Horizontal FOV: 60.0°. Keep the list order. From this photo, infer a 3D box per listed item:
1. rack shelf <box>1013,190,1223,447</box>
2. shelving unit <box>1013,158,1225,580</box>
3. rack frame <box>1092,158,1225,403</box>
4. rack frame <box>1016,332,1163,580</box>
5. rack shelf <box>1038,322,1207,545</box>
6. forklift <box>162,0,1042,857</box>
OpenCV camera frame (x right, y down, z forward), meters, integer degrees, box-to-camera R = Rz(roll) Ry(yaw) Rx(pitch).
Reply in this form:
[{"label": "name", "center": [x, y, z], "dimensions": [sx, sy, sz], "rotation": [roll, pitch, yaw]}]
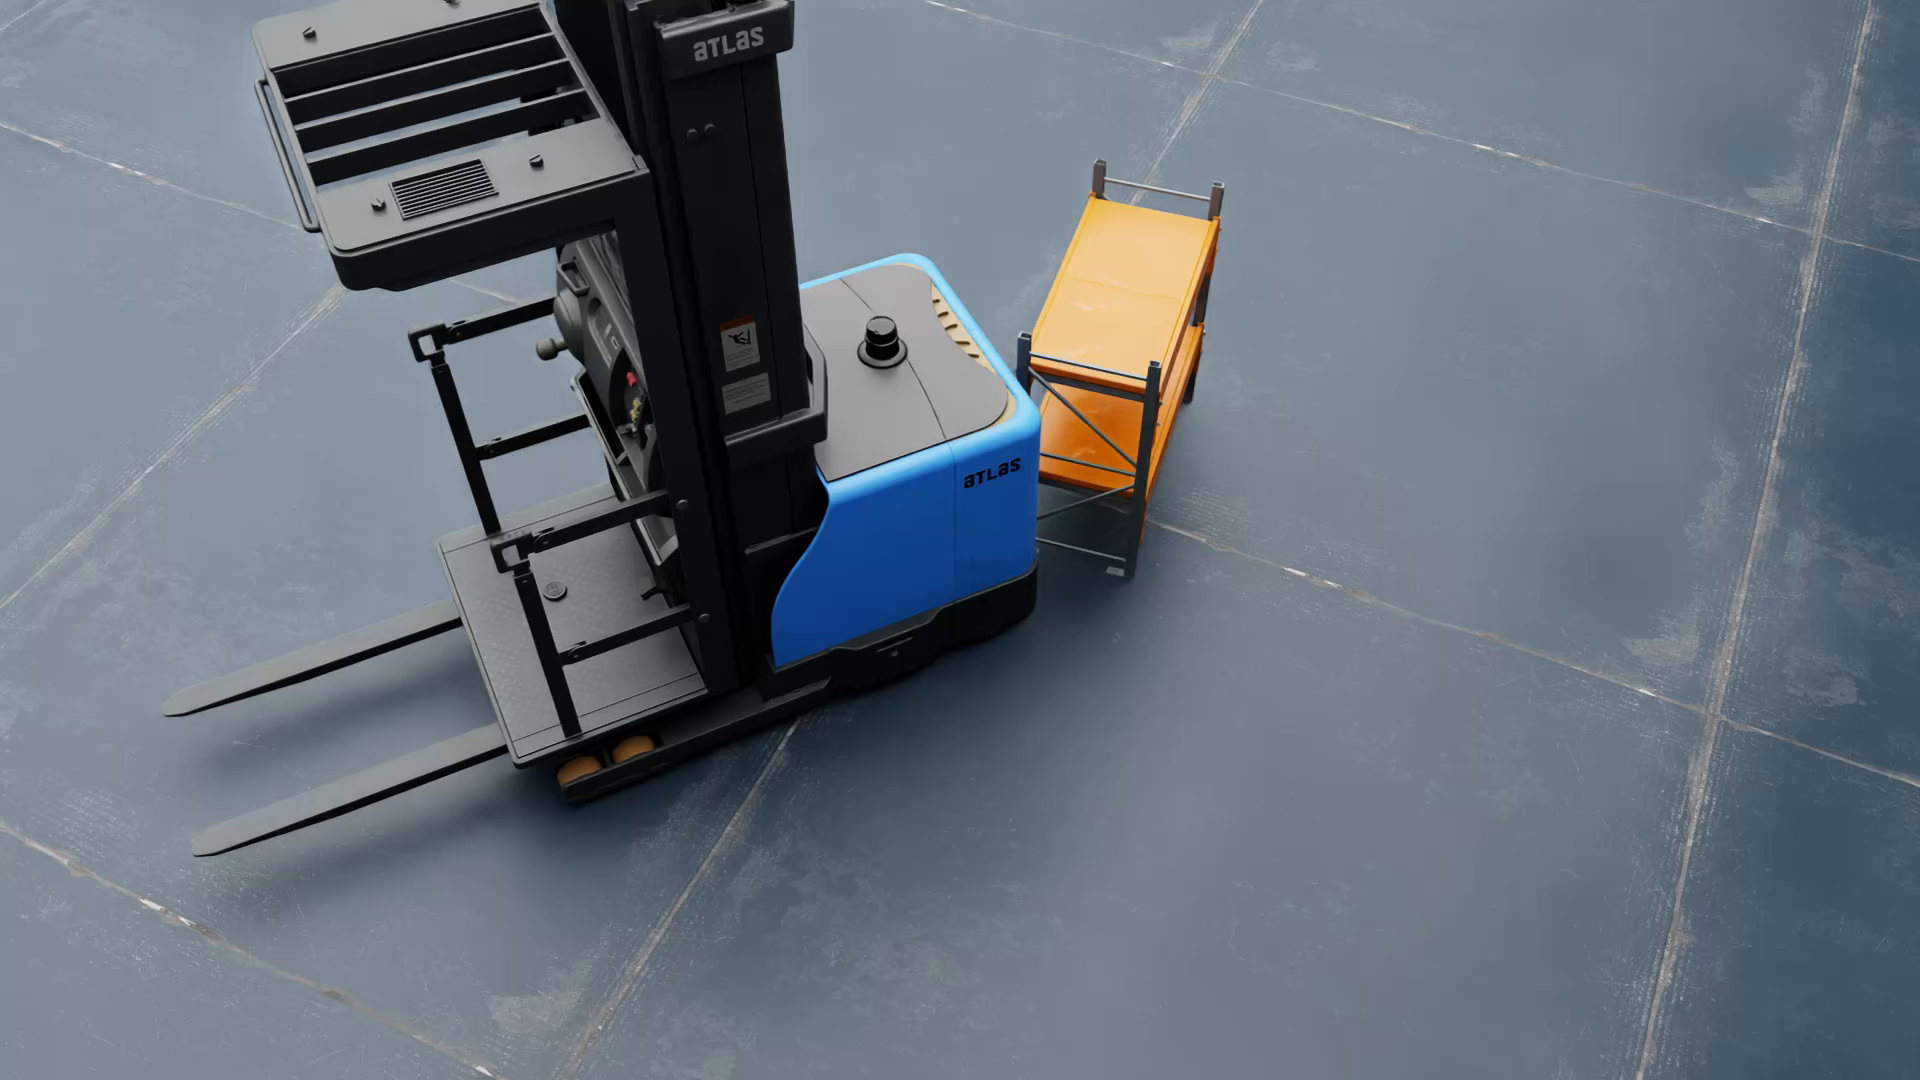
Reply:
[{"label": "rack shelf", "center": [0.595, -0.839, 6.156], "dimensions": [0.538, 0.278, 1.000], "rotation": [14, 51, 11]}, {"label": "shelving unit", "center": [0.595, -0.649, 6.379], "dimensions": [0.538, 1.125, 1.048], "rotation": [14, 51, 11]}, {"label": "rack frame", "center": [0.750, -1.018, 6.693], "dimensions": [0.500, 1.125, 0.032], "rotation": [14, 51, 11]}, {"label": "rack frame", "center": [0.440, -0.281, 6.065], "dimensions": [0.500, 1.125, 0.032], "rotation": [14, 51, 11]}, {"label": "rack shelf", "center": [0.595, -0.491, 6.565], "dimensions": [0.538, 0.278, 1.000], "rotation": [14, 51, 11]}, {"label": "forklift", "center": [-1.270, -0.505, 5.071], "dimensions": [3.031, 2.935, 1.130], "rotation": [-20, 53, -16]}]
